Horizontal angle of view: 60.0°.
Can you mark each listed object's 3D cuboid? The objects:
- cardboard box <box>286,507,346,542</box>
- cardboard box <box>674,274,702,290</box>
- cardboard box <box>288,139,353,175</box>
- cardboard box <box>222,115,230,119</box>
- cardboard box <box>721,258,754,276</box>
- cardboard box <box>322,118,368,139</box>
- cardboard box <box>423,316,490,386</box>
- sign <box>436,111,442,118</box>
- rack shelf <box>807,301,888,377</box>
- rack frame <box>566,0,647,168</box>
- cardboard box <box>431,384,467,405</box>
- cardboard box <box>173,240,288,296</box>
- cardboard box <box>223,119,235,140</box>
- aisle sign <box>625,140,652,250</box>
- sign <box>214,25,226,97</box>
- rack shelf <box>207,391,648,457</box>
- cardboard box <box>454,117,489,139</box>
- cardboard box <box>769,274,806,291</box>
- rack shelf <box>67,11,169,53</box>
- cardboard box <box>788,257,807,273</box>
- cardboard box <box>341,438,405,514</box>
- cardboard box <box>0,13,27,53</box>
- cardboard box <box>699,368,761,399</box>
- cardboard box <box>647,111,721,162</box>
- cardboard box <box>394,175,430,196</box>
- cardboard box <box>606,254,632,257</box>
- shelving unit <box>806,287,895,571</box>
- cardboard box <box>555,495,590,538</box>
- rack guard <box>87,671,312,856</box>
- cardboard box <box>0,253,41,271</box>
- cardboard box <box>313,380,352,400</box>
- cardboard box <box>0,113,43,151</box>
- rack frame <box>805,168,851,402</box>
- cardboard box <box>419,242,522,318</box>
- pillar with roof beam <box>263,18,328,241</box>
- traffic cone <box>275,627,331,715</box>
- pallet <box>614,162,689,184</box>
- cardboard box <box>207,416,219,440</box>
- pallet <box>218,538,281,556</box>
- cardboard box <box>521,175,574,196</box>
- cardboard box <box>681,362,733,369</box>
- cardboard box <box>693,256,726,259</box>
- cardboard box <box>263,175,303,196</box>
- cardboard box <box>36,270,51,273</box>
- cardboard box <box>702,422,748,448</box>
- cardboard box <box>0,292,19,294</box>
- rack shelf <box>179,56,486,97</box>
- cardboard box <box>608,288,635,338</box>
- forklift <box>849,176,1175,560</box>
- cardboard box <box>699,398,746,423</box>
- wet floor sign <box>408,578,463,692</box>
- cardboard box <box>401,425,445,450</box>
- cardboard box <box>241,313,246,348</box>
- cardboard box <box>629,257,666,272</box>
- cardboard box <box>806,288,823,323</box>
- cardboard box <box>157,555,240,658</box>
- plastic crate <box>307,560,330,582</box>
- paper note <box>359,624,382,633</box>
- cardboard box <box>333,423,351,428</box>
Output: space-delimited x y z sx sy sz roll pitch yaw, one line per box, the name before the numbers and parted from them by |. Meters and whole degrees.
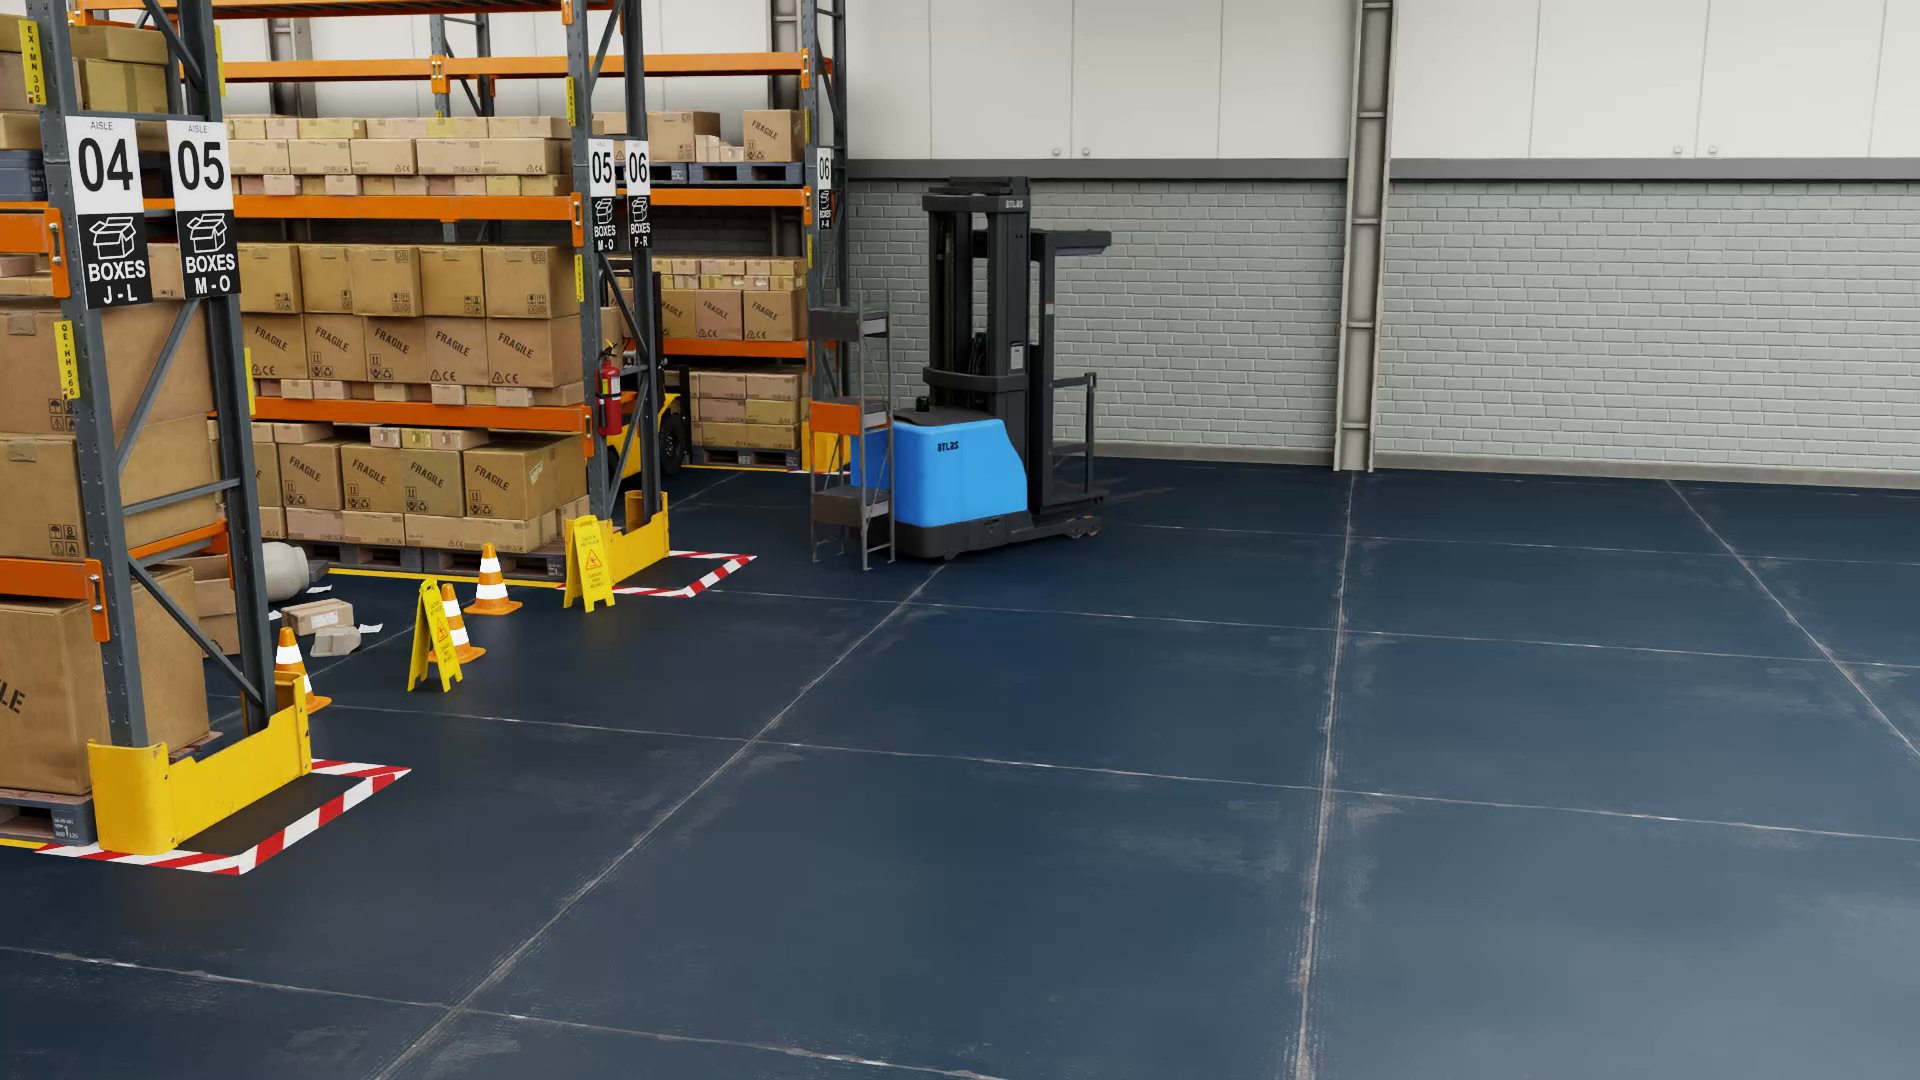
cardboard box | -4.863 -0.166 12.935 0.500 0.250 0.500 3 13 13
cardboard box | -2.743 -2.656 17.054 0.250 0.149 0.380 3 13 12
cardboard box | -4.569 -2.820 12.252 0.500 0.250 0.500 3 13 14
cardboard box | -7.947 -4.368 18.138 0.500 0.500 0.700 3 13 12
cardboard box | -2.244 -2.779 16.917 0.250 0.149 0.380 3 13 15
cardboard box | -4.420 -2.994 12.119 0.250 0.149 0.380 3 13 15
cardboard box | -3.602 -1.427 12.321 0.500 0.500 0.500 3 13 14
sign | -5.342 -4.243 17.086 0.005 0.325 0.100 3 13 14
rack shelf | -0.836 -1.525 12.585 0.480 0.518 0.431 8 15 32
rack frame | -2.524 -4.164 11.727 0.127 3.000 1.000 3 13 14
cardboard box | -3.712 -1.102 12.355 0.250 0.149 0.380 3 13 15
cardboard box | -5.542 -2.026 12.712 0.500 0.500 0.700 3 13 14
cardboard box | -5.418 -3.047 12.355 0.250 0.149 0.380 3 13 13
aisle sign | -2.390 -2.567 12.374 0.004 0.787 0.394 3 13 14
sign | -3.473 -2.235 7.758 0.005 0.325 0.100 3 13 14
rack shelf | -4.466 -0.988 12.922 4.000 0.370 1.077 3 13 14
cardboard box | -3.416 -2.953 11.931 0.250 0.149 0.380 3 13 13
cardboard box | -1.742 -2.604 16.817 0.250 0.149 0.380 3 13 14
rack shelf | -8.349 -3.929 13.252 4.000 0.370 1.077 3 13 14
cardboard box | -1.613 -2.852 17.250 0.250 0.149 0.380 3 13 12
cardboard box | -4.360 -0.505 12.732 0.500 0.500 0.500 3 13 12
cardboard box | -4.020 -2.120 6.978 0.250 0.149 0.380 3 13 14
cardboard box | -2.357 -1.614 17.152 0.500 0.250 0.500 3 13 15
cardboard box | -2.797 -4.092 16.897 0.500 0.500 0.700 3 13 14
cardboard box | -3.920 -2.594 12.155 0.250 0.149 0.380 3 13 13
cardboard box | -3.604 -2.971 17.786 0.250 0.149 0.380 3 13 13
shelving unit | -0.833 -0.855 12.732 0.503 2.100 0.431 8 15 32
cardboard box | -3.241 -0.198 13.080 0.500 0.250 0.500 3 13 13
rack guard | -3.589 1.032 7.926 0.348 0.500 1.175 3 13 14
cardboard box | -7.859 -2.292 13.755 0.250 0.149 0.380 4 13 17
cardboard box | -4.687 -1.161 12.621 0.250 0.149 0.380 3 13 13
cardboard box | -4.016 -1.731 7.064 0.250 0.149 0.380 3 13 13
rack frame | -1.338 -2.279 17.082 0.127 3.000 1.000 3 13 14
cardboard box | -3.562 -1.926 12.263 0.500 0.500 0.700 3 13 14
pillar with roof beam | -8.655 -4.840 14.773 0.400 9.000 9.100 3 13 14
traffic cone | -3.787 0.723 9.406 0.334 0.463 0.336 3 13 14
pallet | -3.207 -3.806 17.240 1.213 0.211 1.003 3 13 14
cardboard box | -5.792 -0.882 12.933 0.250 0.149 0.380 3 13 14
pallet | -5.747 -0.054 13.491 1.213 0.211 1.003 3 13 14
cardboard box | -2.937 -2.537 11.897 0.250 0.149 0.380 3 13 14
cardboard box | -2.729 -1.748 17.759 0.500 0.250 0.500 3 13 13
cardboard box | -2.617 -2.908 17.501 0.250 0.149 0.380 3 13 15
cardboard box | -4.933 -2.632 12.325 0.250 0.149 0.380 3 13 12
cardboard box | -7.757 -1.981 13.850 0.500 0.500 0.500 3 13 13
cardboard box | -2.351 -1.128 17.270 0.500 0.250 0.500 3 13 14
cardboard box | -5.030 -0.884 7.953 0.550 0.550 0.875 3 13 14
rack shelf | -7.164 -4.973 17.957 4.000 0.370 1.077 3 13 14
cardboard box | -3.369 -2.378 17.295 0.500 0.500 0.500 3 13 14
forklift | 0.549 -1.516 13.800 3.031 2.935 1.130 -11 16 -40
cardboard box | -2.370 -1.374 17.226 0.500 0.250 0.500 3 13 13
wet floor sign | -3.109 0.545 9.786 0.232 0.644 0.267 1 13 4
cardboard box | -3.980 -0.786 12.502 0.250 0.149 0.380 3 13 14
cardboard box | -5.554 -1.534 12.807 0.500 0.500 0.500 3 13 13
cardboard box | -3.227 -2.843 17.206 0.250 0.149 0.380 3 13 14
cardboard box | -1.753 -2.412 17.451 0.500 0.500 0.500 3 13 15
cardboard box | -4.836 0.425 10.658 0.637 0.503 0.797 -6 14 -25
plastic crate | -5.080 0.236 12.484 0.583 0.080 0.402 -1 13 -6
paper note | -3.919 0.584 11.033 0.142 0.019 0.148 -1 13 -6
cardboard box | -5.275 -0.671 13.482 0.500 0.500 0.500 3 13 15
